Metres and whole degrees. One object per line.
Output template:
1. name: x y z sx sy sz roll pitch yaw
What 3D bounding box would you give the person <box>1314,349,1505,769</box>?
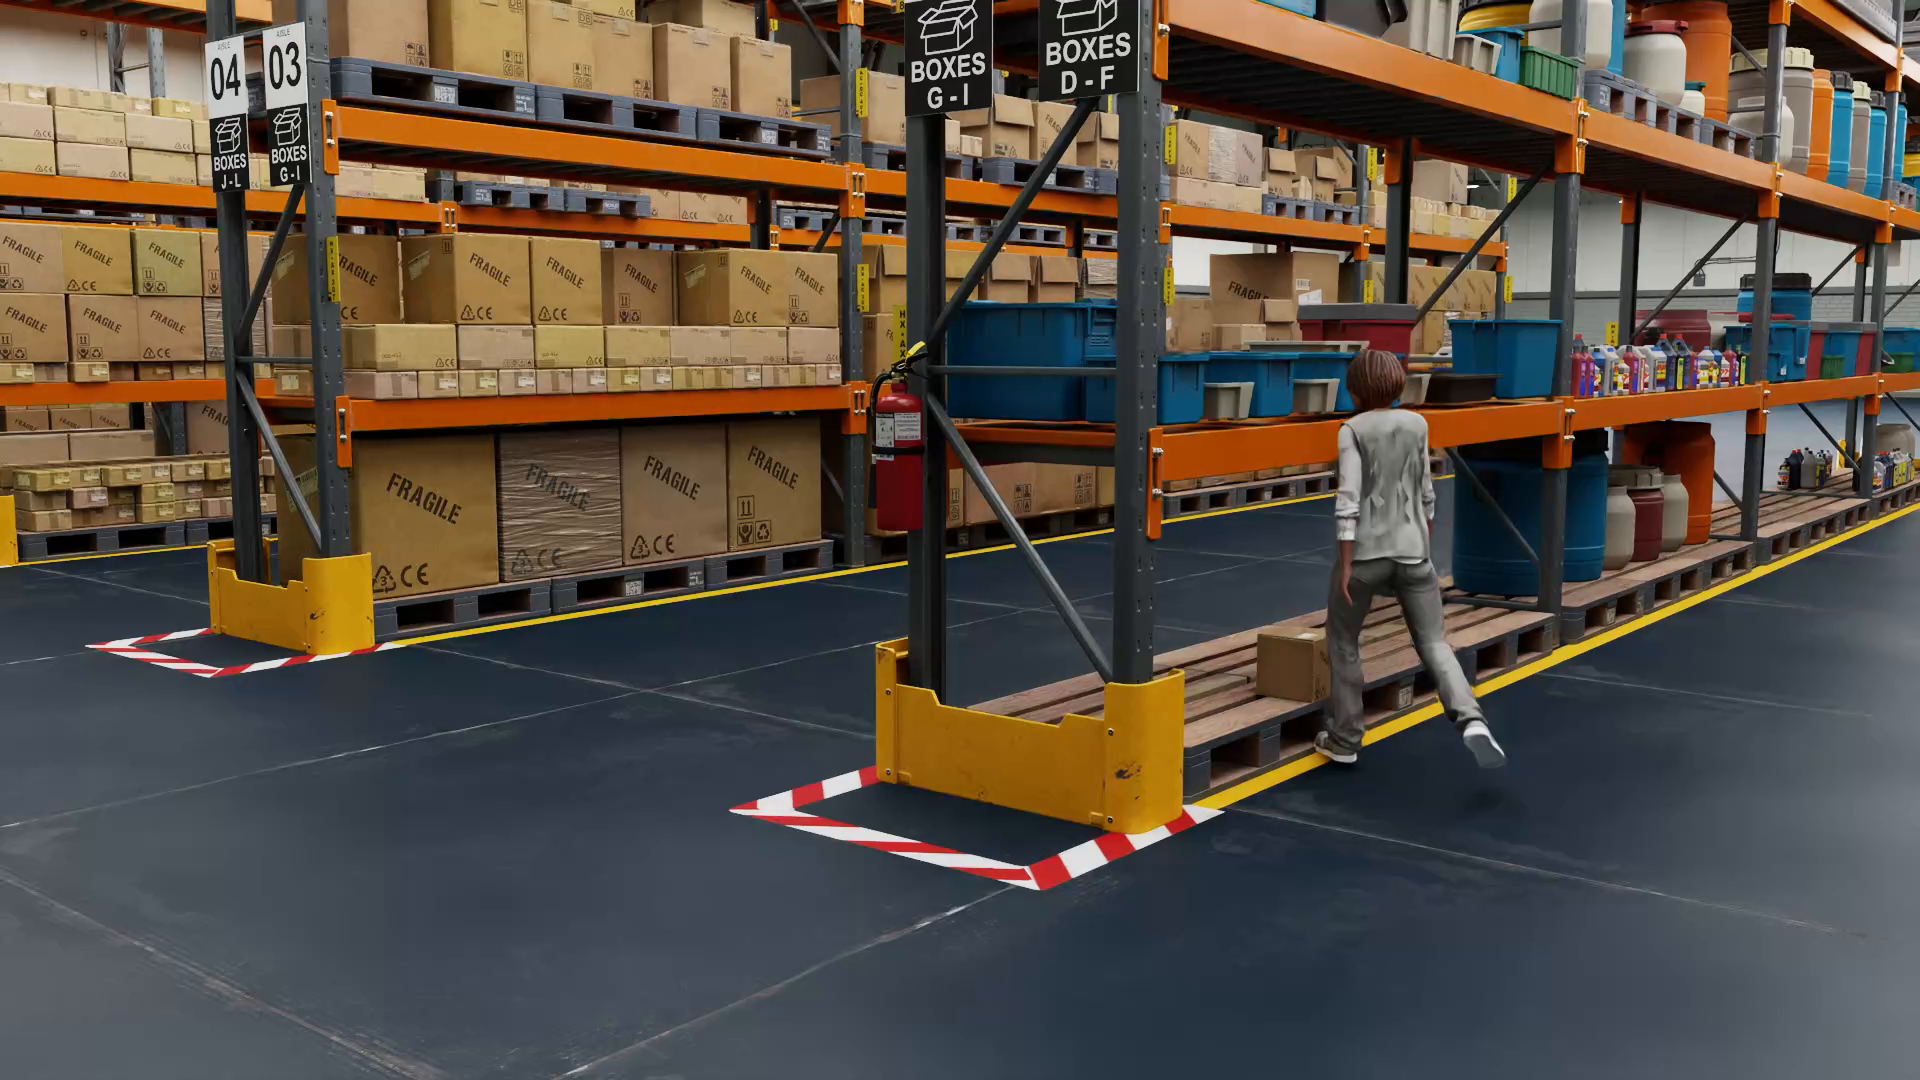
1. person: 1.634 0.085 6.108 0.526 1.563 0.802 -1 7 -11
